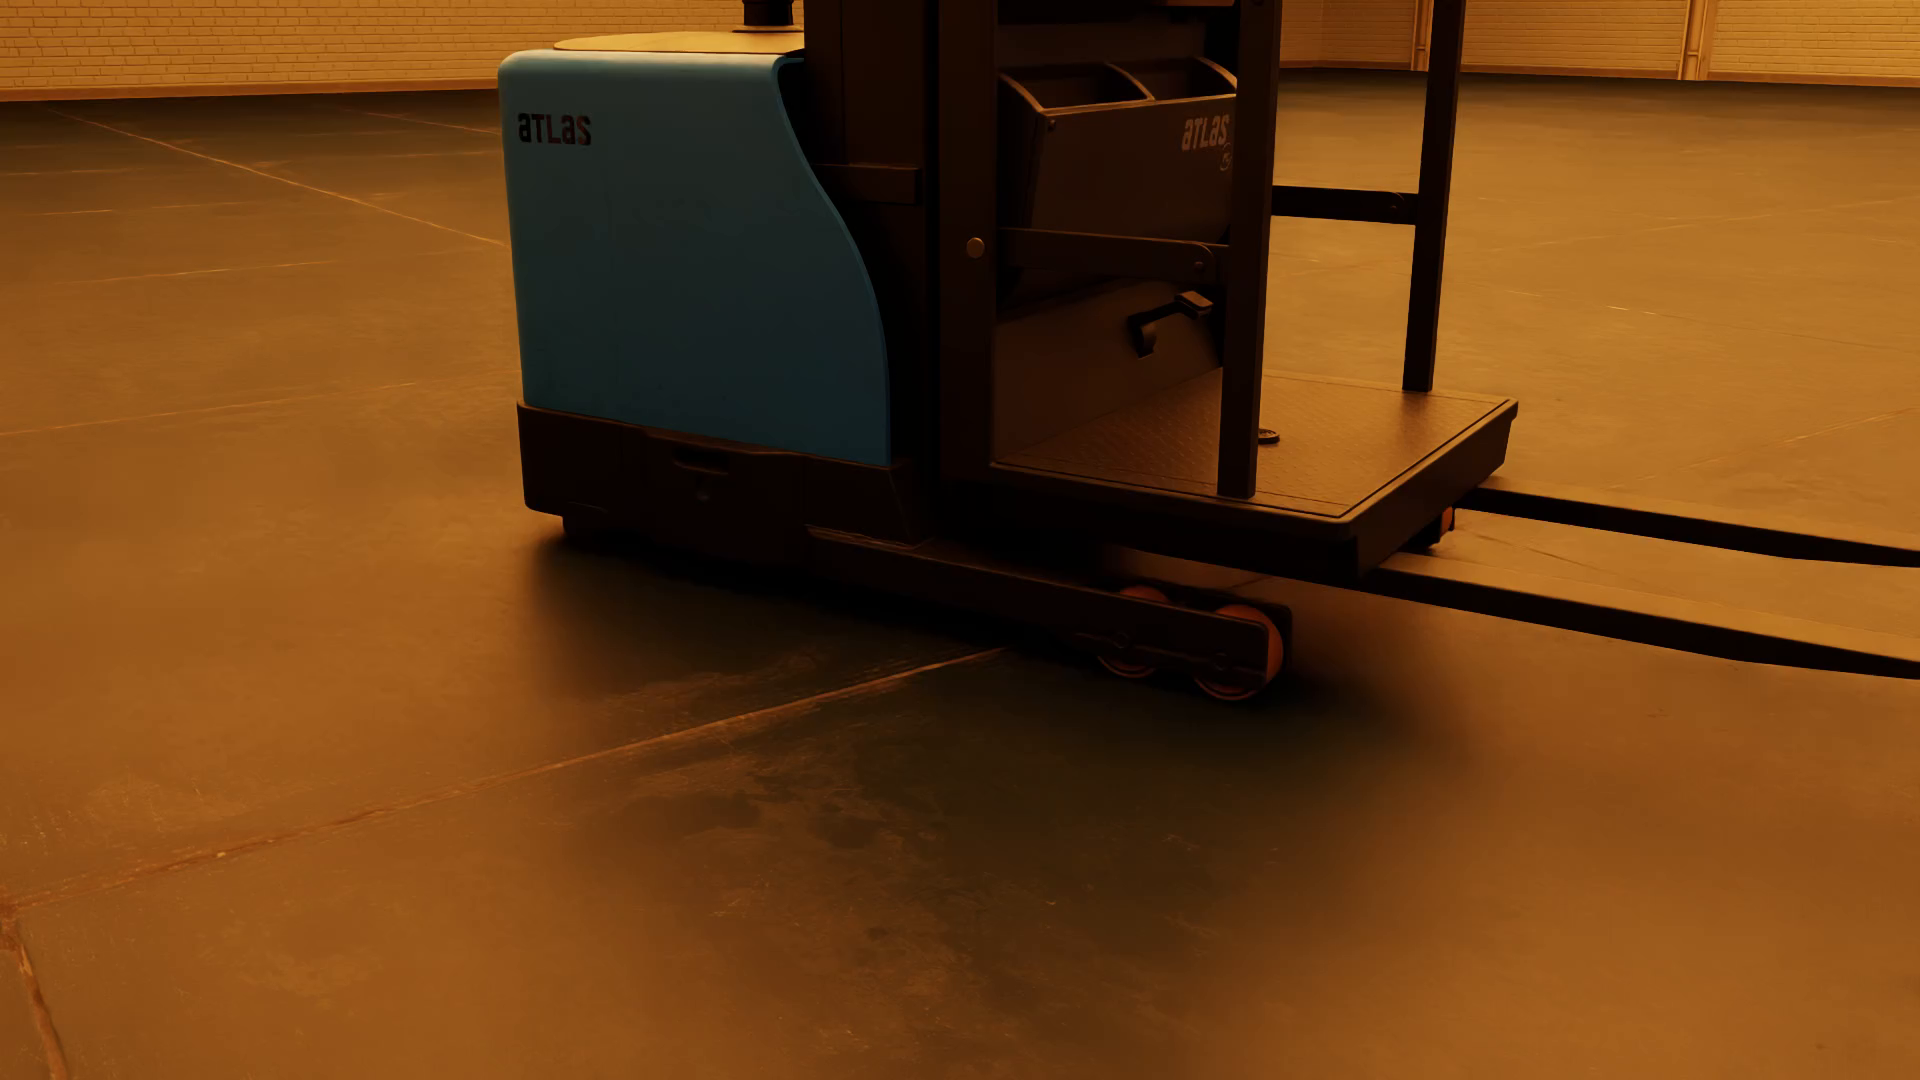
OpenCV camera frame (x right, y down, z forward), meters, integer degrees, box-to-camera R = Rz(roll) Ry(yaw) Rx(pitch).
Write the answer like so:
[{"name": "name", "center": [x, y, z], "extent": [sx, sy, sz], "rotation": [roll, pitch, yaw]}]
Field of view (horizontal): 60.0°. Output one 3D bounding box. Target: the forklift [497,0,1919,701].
[{"name": "forklift", "center": [0.514, -1.298, 3.049], "extent": [3.031, 2.935, 1.130], "rotation": [11, 21, 31]}]
